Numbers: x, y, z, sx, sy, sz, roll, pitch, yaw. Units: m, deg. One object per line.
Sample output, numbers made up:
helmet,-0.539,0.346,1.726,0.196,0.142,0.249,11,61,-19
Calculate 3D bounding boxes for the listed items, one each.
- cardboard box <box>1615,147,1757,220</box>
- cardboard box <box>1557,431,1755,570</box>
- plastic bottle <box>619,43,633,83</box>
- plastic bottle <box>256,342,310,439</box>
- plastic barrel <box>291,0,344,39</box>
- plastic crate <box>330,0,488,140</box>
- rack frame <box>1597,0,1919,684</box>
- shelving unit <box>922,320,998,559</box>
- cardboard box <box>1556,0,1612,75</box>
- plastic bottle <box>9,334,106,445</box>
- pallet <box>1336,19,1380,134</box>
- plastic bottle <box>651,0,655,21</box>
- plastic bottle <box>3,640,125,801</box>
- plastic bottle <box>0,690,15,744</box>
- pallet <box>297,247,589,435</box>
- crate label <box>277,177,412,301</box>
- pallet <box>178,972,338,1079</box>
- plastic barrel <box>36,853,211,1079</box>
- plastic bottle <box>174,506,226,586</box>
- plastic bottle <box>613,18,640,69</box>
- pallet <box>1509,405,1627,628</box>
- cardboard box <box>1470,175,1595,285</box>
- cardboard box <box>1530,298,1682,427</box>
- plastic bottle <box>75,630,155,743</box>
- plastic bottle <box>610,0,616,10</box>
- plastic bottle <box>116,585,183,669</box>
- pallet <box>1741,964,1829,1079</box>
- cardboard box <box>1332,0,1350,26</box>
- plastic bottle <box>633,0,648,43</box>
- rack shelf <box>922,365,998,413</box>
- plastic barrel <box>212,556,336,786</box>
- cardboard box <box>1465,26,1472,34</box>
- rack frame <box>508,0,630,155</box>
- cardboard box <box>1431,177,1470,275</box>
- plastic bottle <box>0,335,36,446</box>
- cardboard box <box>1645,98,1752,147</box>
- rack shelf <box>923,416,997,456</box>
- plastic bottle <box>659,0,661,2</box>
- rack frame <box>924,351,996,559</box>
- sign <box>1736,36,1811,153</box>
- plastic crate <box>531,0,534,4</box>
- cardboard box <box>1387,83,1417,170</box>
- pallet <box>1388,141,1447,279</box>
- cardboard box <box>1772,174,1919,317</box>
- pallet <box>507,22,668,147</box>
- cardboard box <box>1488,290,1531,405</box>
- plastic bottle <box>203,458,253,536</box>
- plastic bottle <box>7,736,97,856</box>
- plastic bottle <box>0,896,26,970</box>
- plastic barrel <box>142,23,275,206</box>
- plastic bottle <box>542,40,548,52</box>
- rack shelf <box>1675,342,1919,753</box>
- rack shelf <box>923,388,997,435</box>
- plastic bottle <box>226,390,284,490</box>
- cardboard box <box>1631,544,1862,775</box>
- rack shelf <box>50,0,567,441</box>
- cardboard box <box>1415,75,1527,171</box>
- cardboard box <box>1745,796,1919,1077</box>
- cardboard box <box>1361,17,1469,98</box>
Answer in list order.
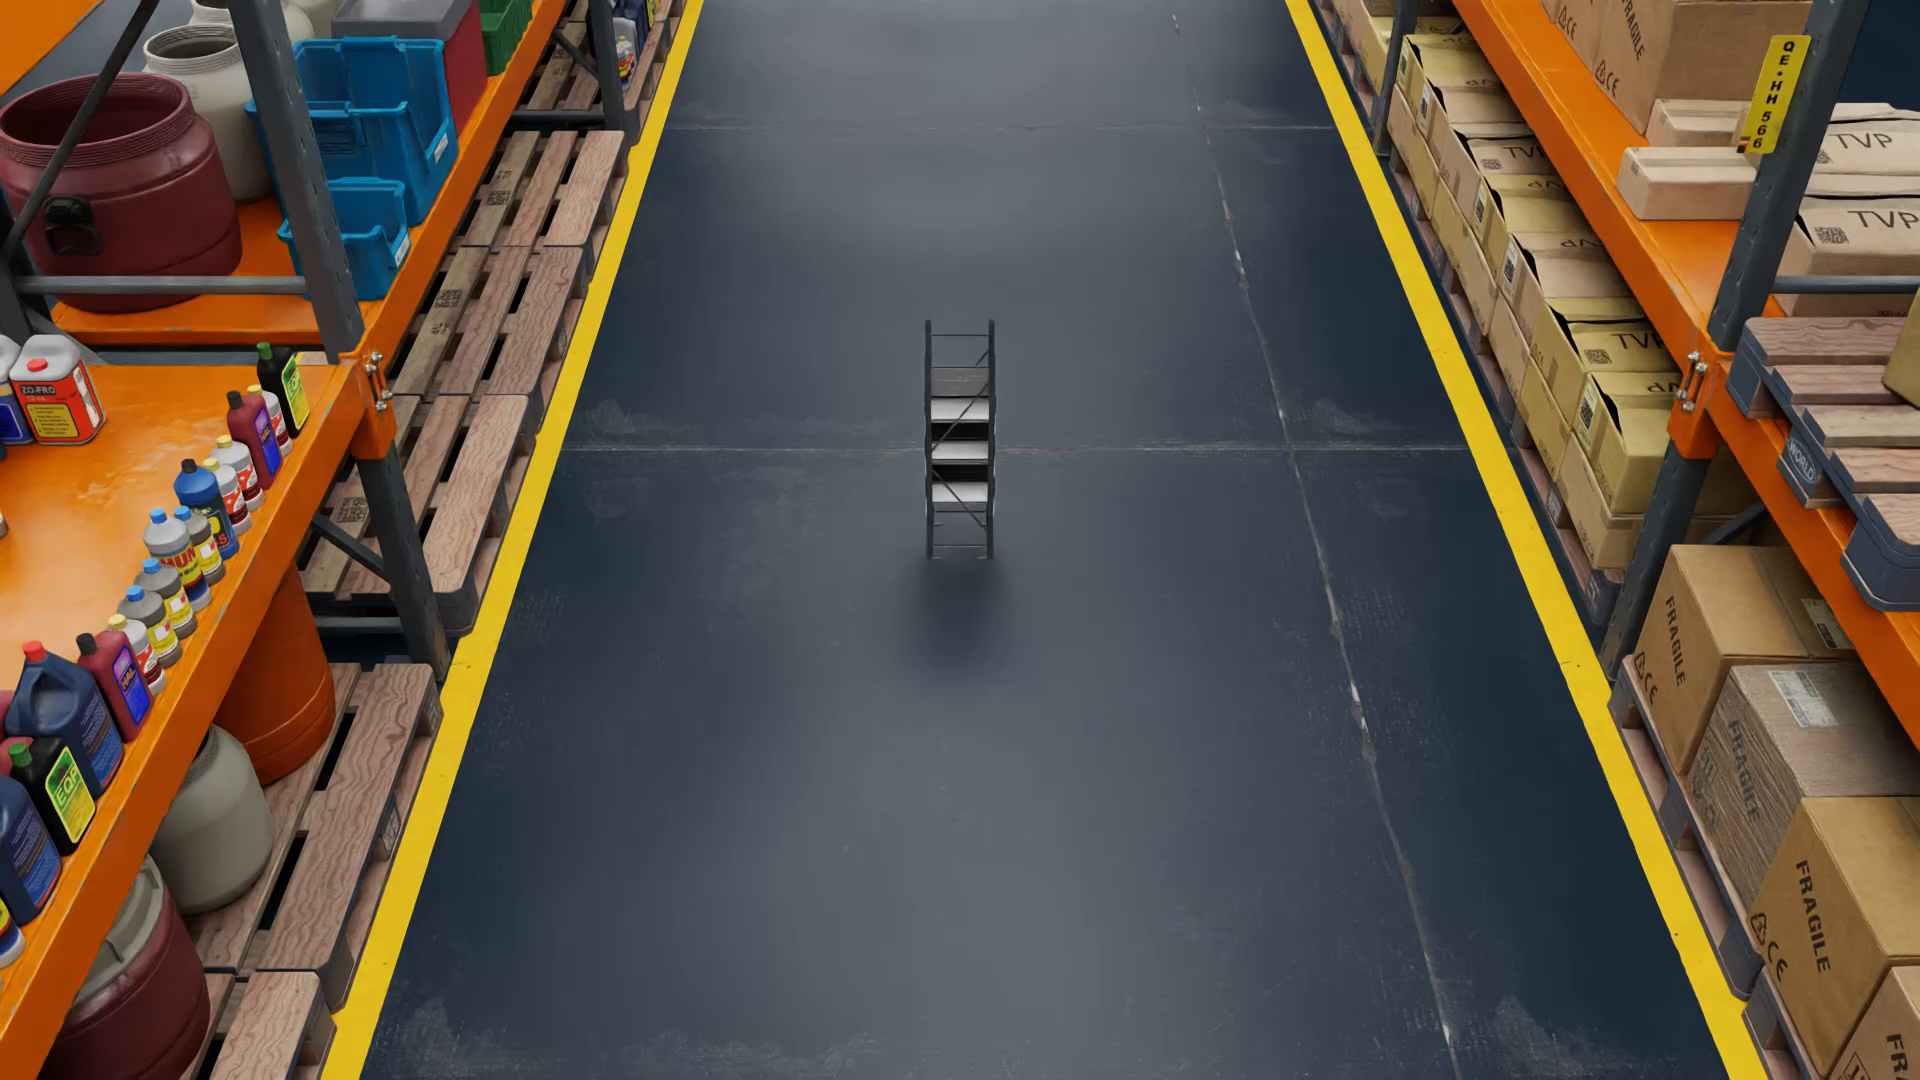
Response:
cardboard box,2.423,-1.187,5.533,0.380,0.149,0.250,0,39,0
cardboard box,2.455,-0.142,5.892,0.500,0.250,0.500,1,39,1
plastic bottle,-1.820,-2.566,8.939,0.097,0.201,0.097,0,39,0
plastic bottle,-1.826,-0.423,4.473,0.061,0.283,0.133,0,39,0
plastic barrel,-2.475,-1.948,6.174,0.433,0.535,0.433,0,39,0
plastic crate,-1.949,-1.757,5.993,0.402,0.464,0.583,0,39,0
rack frame,2.700,-0.723,4.753,1.000,3.000,0.127,0,39,0
shelving unit,0.000,-0.346,5.962,0.258,0.900,0.210,0,39,0
cardboard box,2.681,-2.140,6.442,0.500,0.500,0.500,0,39,0
plastic bottle,-2.424,-0.402,4.453,0.152,0.276,0.135,0,39,0
pallet,2.736,-2.633,9.367,1.003,0.211,1.213,0,39,0
plastic bottle,-1.821,-3.103,9.609,0.097,0.201,0.097,0,39,0
plastic bottle,-1.867,0.365,3.436,0.144,0.351,0.185,0,39,0
plastic bottle,-1.969,0.407,3.437,0.061,0.283,0.133,0,39,0
pallet,-2.214,-0.879,7.178,1.003,0.211,1.213,0,39,0
crate label,-1.879,-0.920,5.133,0.303,0.233,0.416,0,39,0
pallet,-2.212,1.621,4.059,1.003,0.211,1.213,0,39,0
plastic barrel,-2.235,1.068,4.111,0.600,0.588,0.708,0,39,0
plastic bottle,-1.844,0.008,4.000,0.097,0.201,0.097,0,39,0
plastic bottle,-1.848,-2.733,9.088,0.152,0.276,0.135,1,39,2
pallet,2.738,-0.149,6.268,1.003,0.211,1.213,0,39,0
cardboard box,2.450,-1.314,6.905,0.500,0.311,0.500,1,39,1
cardboard box,2.446,-0.685,6.120,0.500,0.311,0.500,-1,39,-1
plastic bottle,-1.825,0.291,3.581,0.061,0.283,0.133,0,39,0
plastic bottle,-1.965,-2.926,9.332,0.097,0.271,0.097,0,39,0
plastic bottle,-1.844,0.190,3.773,0.097,0.201,0.097,0,39,0
pallet,2.661,1.593,4.093,1.003,0.211,1.213,0,39,0
cardboard box,2.470,-3.230,9.745,0.500,0.250,0.500,0,39,0
plastic bottle,-1.844,-2.984,9.341,0.144,0.351,0.185,-2,39,-2
rack shelf,0.000,-0.531,5.814,0.258,0.077,0.200,0,39,0
plastic barrel,-2.236,0.267,4.917,0.600,0.830,0.708,0,39,0
cardboard box,2.998,-2.605,8.965,0.500,0.250,0.500,0,39,0
rack frame,-2.258,-3.223,7.873,1.000,3.000,0.127,0,39,0
cardboard box,2.451,-1.419,7.485,0.500,0.250,0.500,-1,39,-1
plastic bottle,-2.576,-0.402,4.452,0.152,0.276,0.135,0,39,0
cardboard box,2.642,-1.422,5.827,0.380,0.149,0.250,3,39,3
rack shelf,0.000,-0.390,5.927,0.258,0.077,0.200,0,39,0
plastic bottle,-1.845,-3.366,9.818,0.144,0.351,0.185,1,39,2
rack frame,0.000,-0.283,5.883,0.240,0.900,0.006,0,39,0
sign,2.145,-1.172,4.388,0.100,0.325,0.005,0,39,0
plastic crate,-1.946,-2.527,7.017,0.392,0.384,0.575,0,39,0
cardboard box,2.448,-2.063,8.288,0.500,0.250,0.500,-1,39,-1
pallet,2.735,-1.675,8.172,1.003,0.211,1.213,0,39,0
cardboard box,2.743,-0.915,5.065,0.500,0.311,0.500,2,39,3
pallet,-2.217,-2.555,9.269,1.003,0.211,1.213,0,39,0
cardboard box,2.454,-0.779,6.687,0.500,0.250,0.500,1,39,1
plastic bottle,-1.844,-0.114,4.152,0.097,0.201,0.097,0,39,0
plastic bottle,-1.825,0.491,3.333,0.061,0.283,0.133,0,39,0
plastic bottle,-1.843,0.683,3.102,0.097,0.271,0.097,0,39,0
plastic barrel,-2.468,-1.408,5.519,0.421,0.512,0.421,0,39,0
plastic bottle,-2.399,-2.870,9.259,0.152,0.276,0.135,0,39,0
rack shelf,2.702,0.809,3.417,1.077,0.370,4.000,0,39,0
rack shelf,0.000,-0.461,5.871,0.258,0.077,0.200,0,39,0
plastic bottle,-1.826,-0.279,4.293,0.061,0.283,0.133,0,39,0
cardboard box,2.415,0.366,5.042,0.500,0.500,0.500,2,39,2
rack shelf,-2.256,-1.691,6.537,1.077,0.370,4.000,0,39,0
cardboard box,2.442,-1.962,7.714,0.500,0.311,0.500,0,39,-1
cardboard box,2.416,1.007,4.242,0.500,0.500,0.500,-1,39,-1
cardboard box,2.476,-2.605,8.965,0.500,0.250,0.500,0,39,0
